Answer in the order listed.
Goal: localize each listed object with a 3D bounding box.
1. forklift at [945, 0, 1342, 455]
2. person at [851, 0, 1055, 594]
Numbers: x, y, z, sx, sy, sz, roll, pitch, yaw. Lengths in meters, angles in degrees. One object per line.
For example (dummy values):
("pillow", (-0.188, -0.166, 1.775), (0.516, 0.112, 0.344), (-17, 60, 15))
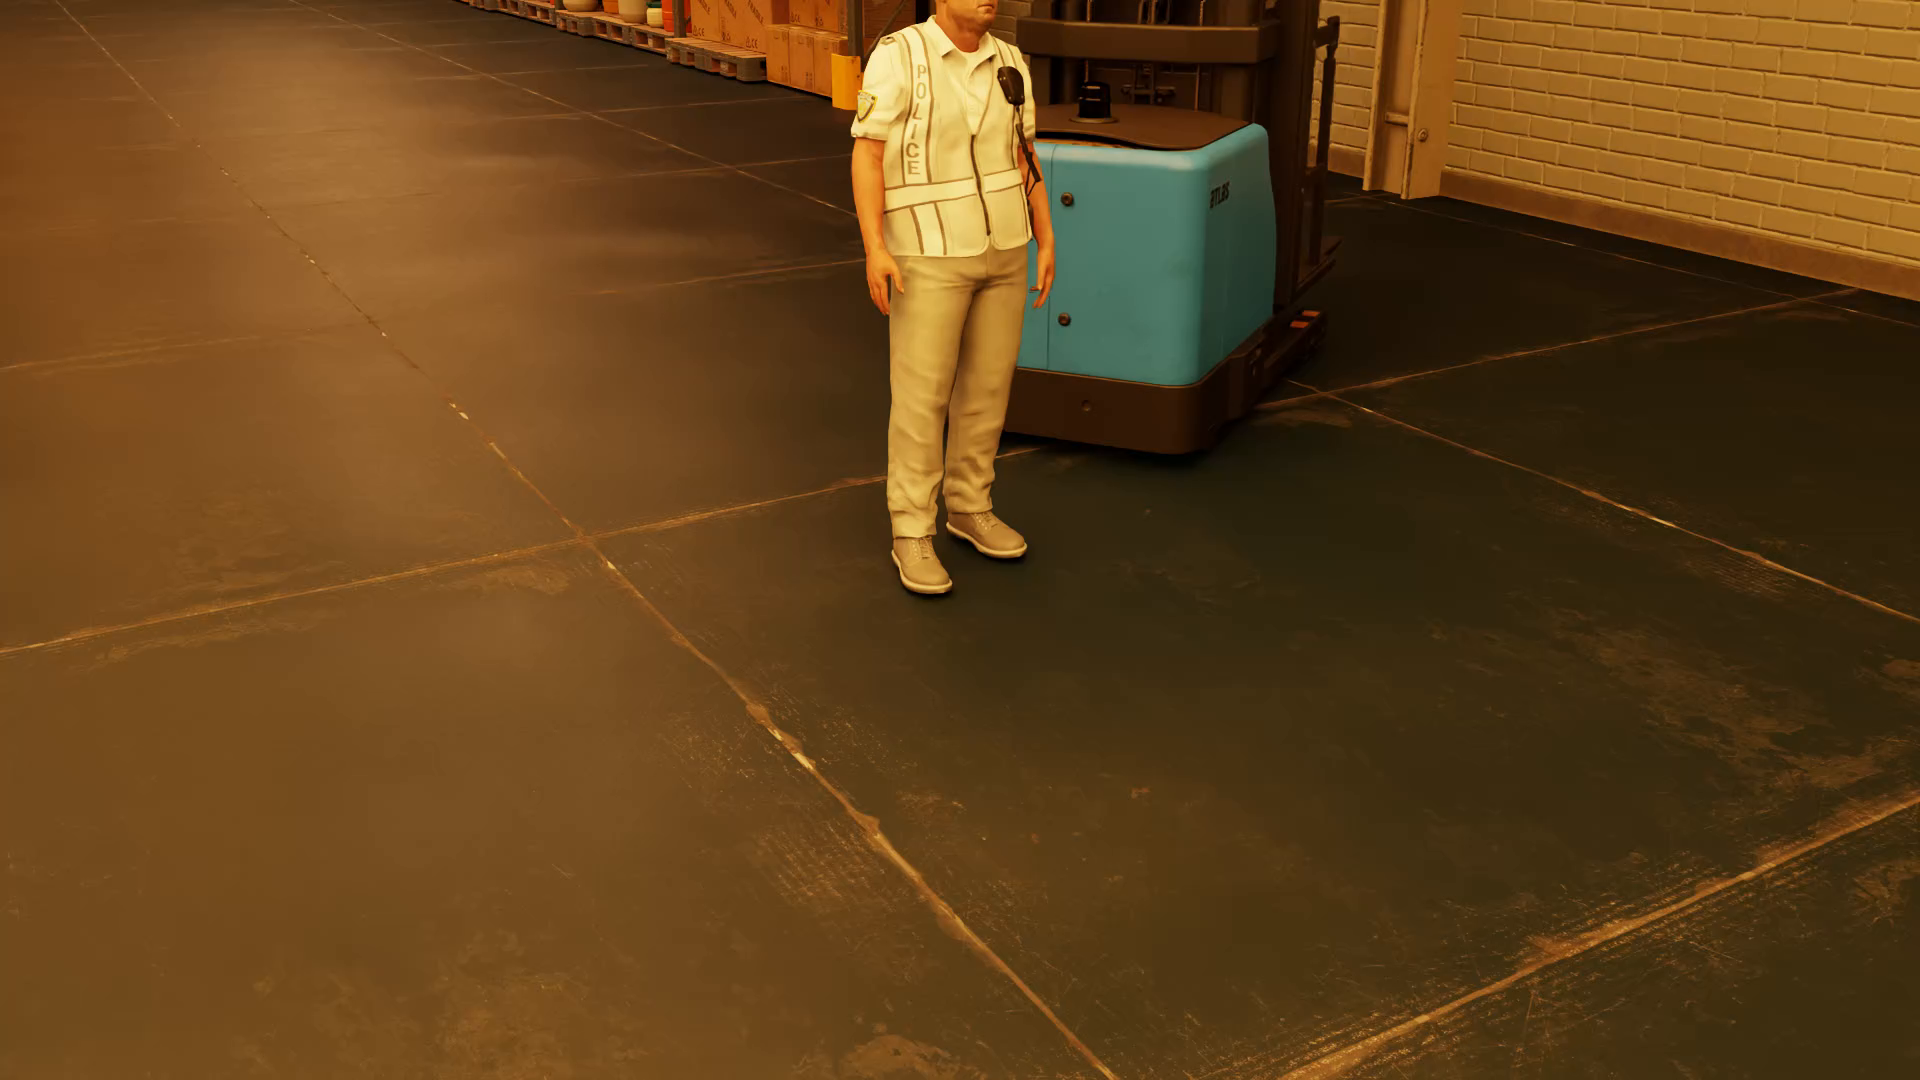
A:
("forklift", (0.932, -2.170, 6.563), (1.130, 2.935, 3.031), (10, 24, 23))
("person", (0.028, -0.803, 4.726), (0.640, 1.781, 0.575), (-12, 25, -28))
